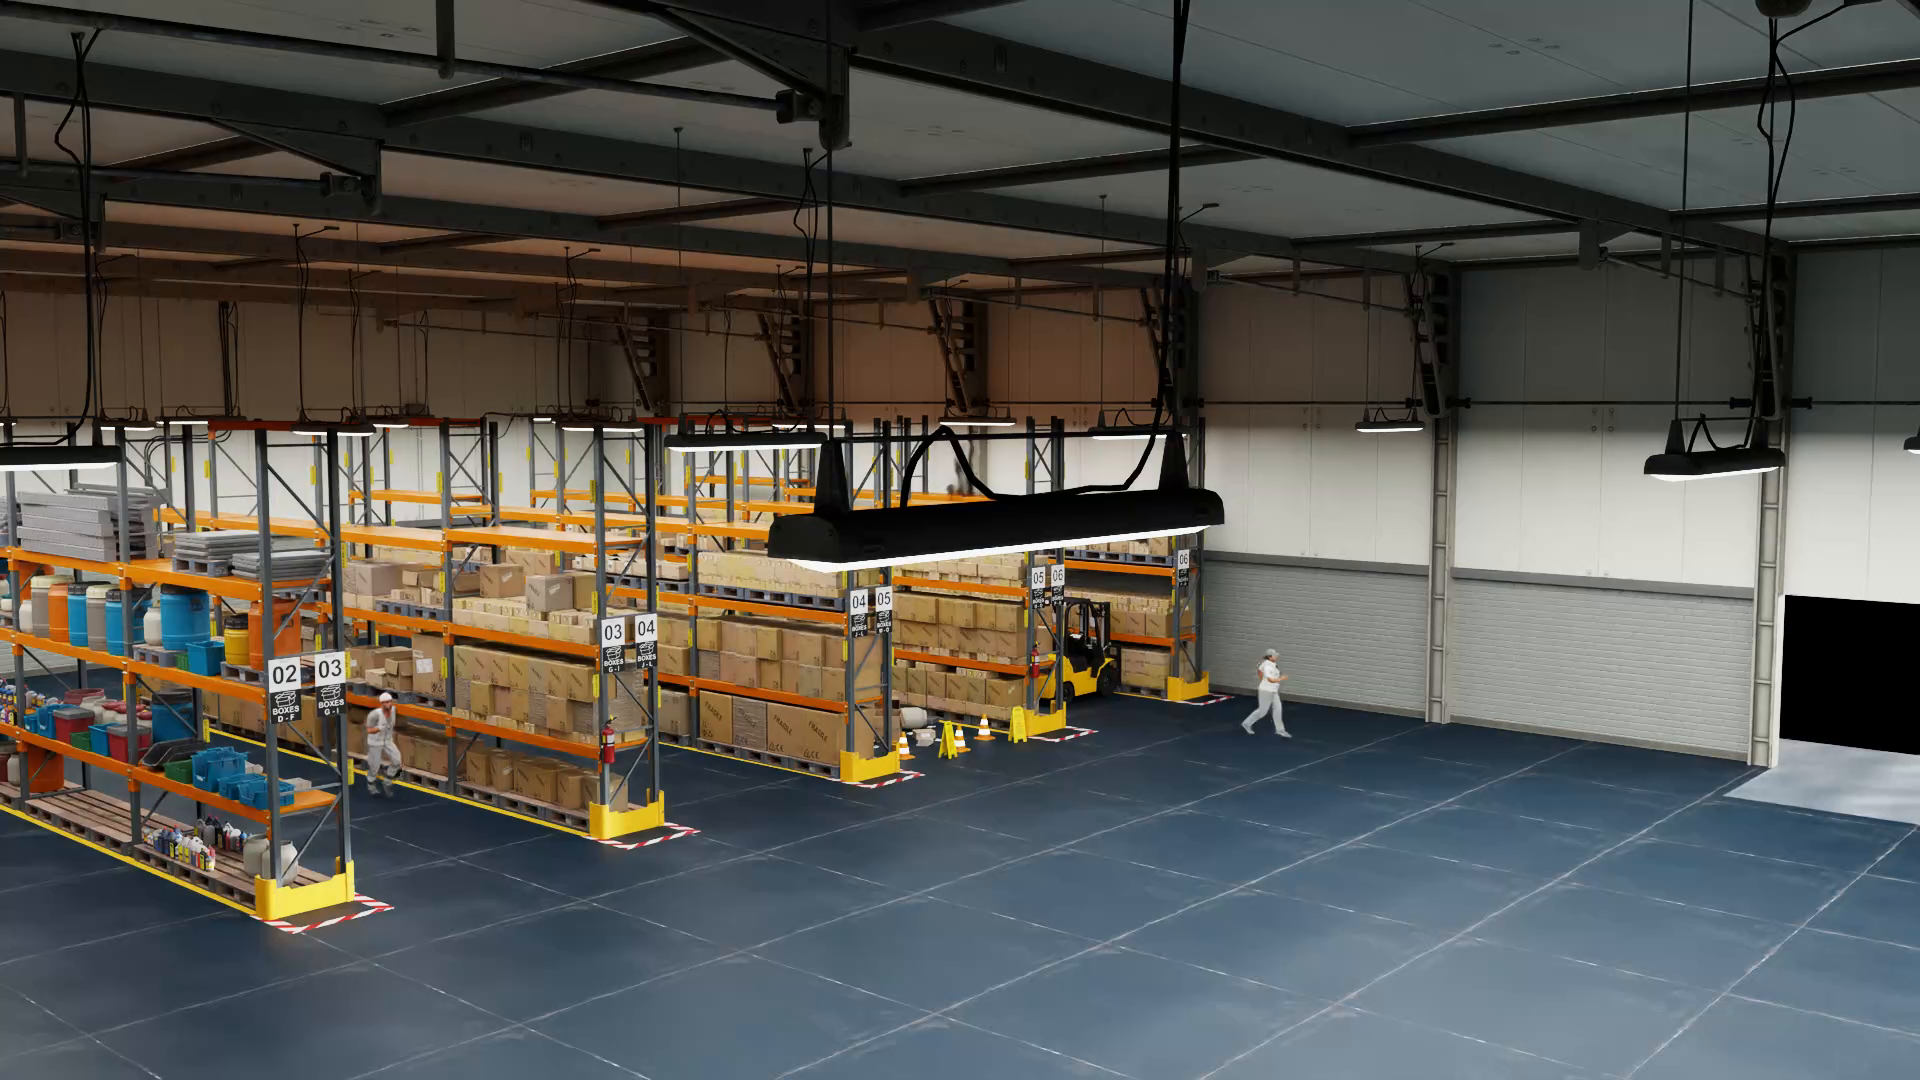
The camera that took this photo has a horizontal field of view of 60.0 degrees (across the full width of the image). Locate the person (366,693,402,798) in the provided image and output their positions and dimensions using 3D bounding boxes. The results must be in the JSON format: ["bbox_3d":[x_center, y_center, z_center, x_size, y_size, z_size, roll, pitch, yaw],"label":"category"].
[{"bbox_3d":[-9.173,3.251,26.401,0.904,1.711,0.639,4,7,43],"label":"person"}]

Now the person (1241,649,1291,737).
[{"bbox_3d":[5.785,2.875,31.333,0.933,1.669,0.598,2,5,18],"label":"person"}]
